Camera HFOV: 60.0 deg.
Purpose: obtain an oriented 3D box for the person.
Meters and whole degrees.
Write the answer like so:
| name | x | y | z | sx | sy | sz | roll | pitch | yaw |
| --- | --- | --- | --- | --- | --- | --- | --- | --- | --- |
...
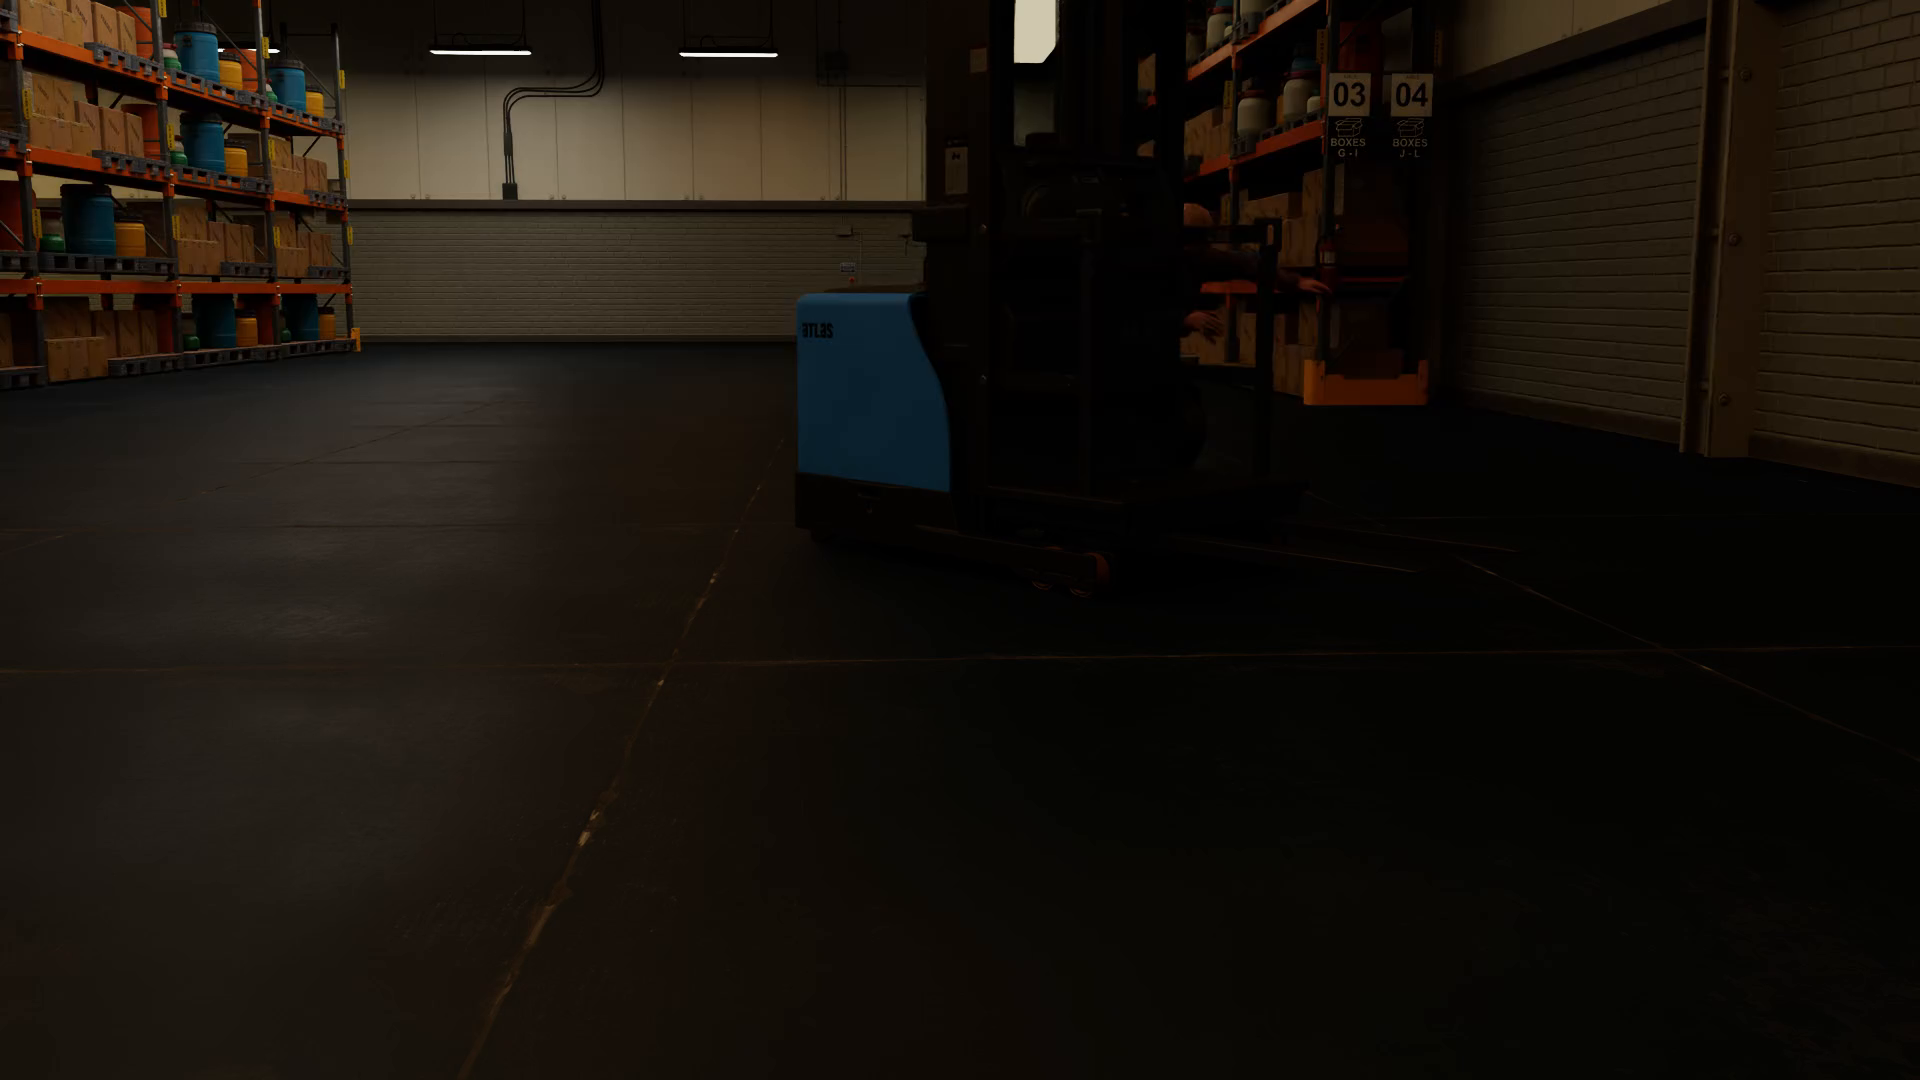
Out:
| name | x | y | z | sx | sy | sz | roll | pitch | yaw |
| --- | --- | --- | --- | --- | --- | --- | --- | --- | --- |
| person | 1.003 | -0.822 | 7.768 | 1.625 | 1.480 | 0.807 | -8 | 12 | -43 |

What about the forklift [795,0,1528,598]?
| name | x | y | z | sx | sy | sz | roll | pitch | yaw |
| --- | --- | --- | --- | --- | --- | --- | --- | --- | --- |
| forklift | 0.642 | -1.327 | 6.269 | 1.130 | 2.935 | 3.031 | -7 | 11 | -41 |
